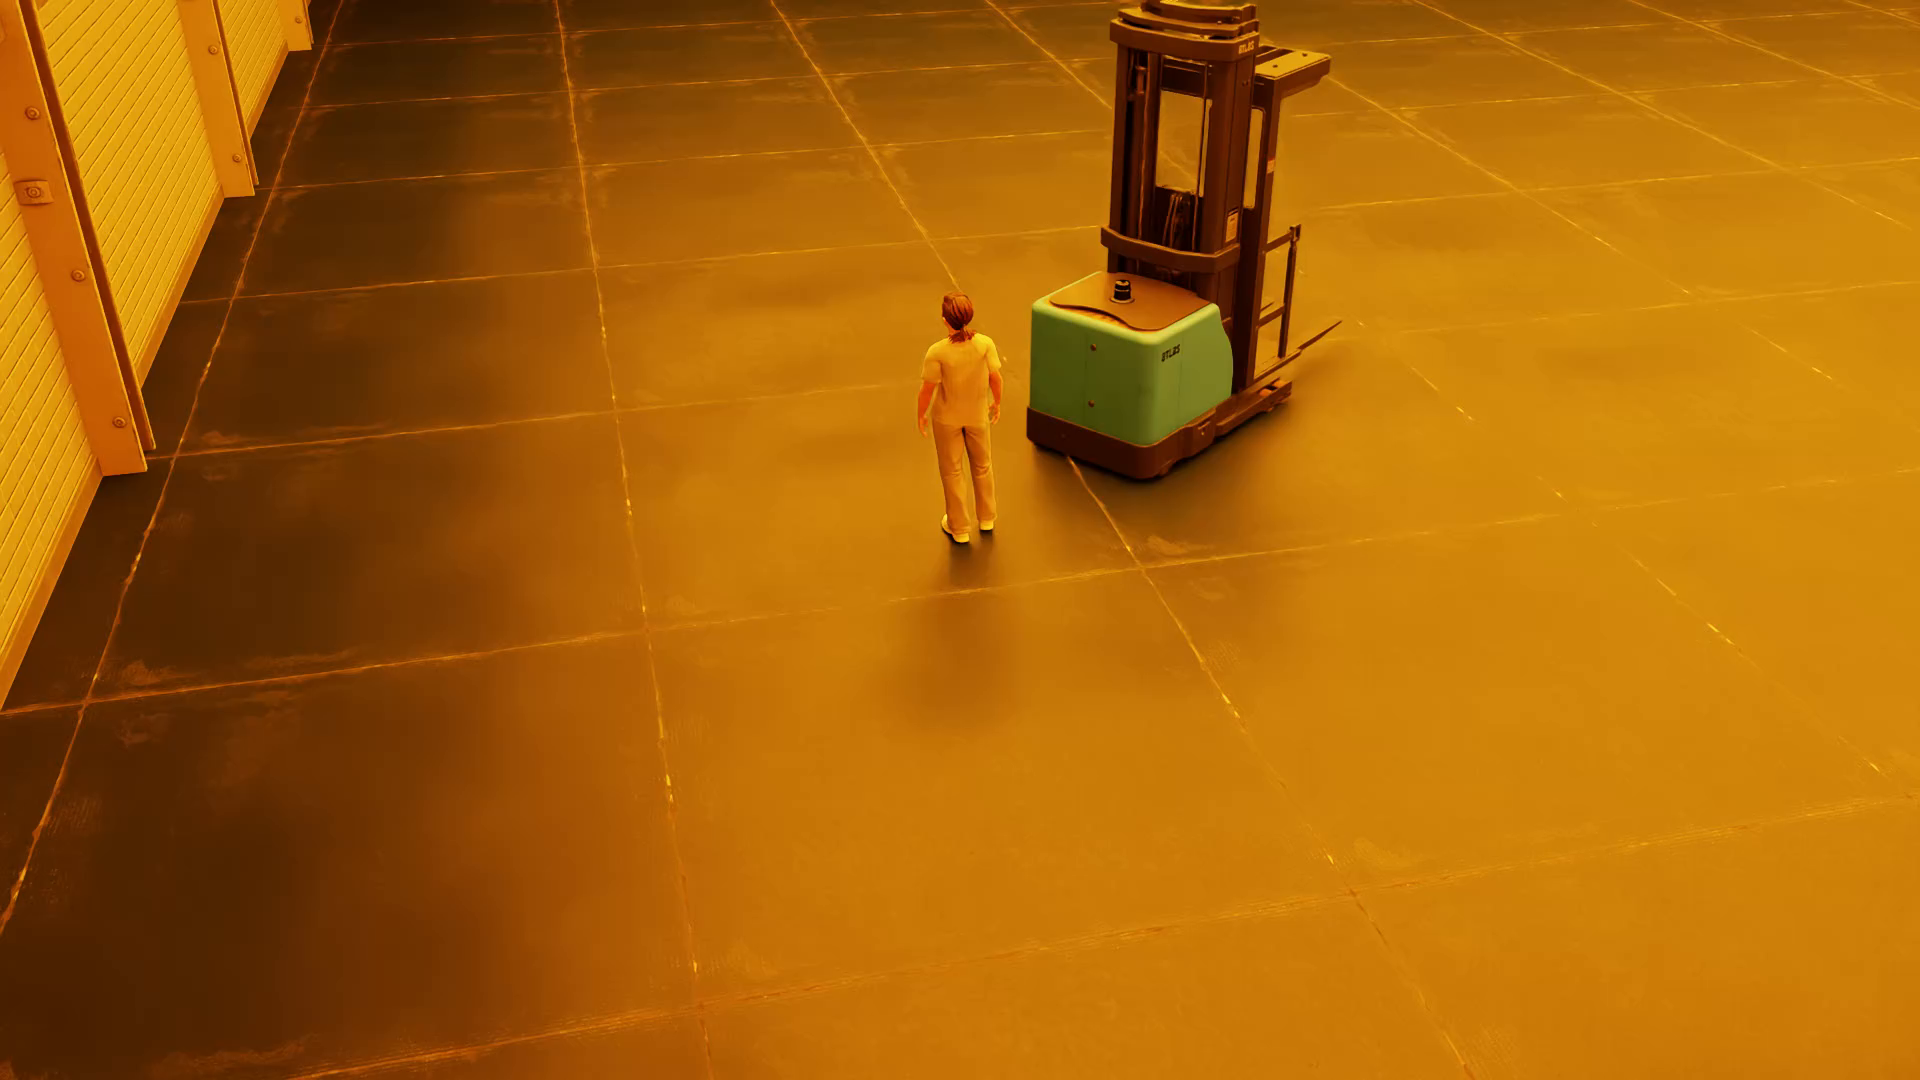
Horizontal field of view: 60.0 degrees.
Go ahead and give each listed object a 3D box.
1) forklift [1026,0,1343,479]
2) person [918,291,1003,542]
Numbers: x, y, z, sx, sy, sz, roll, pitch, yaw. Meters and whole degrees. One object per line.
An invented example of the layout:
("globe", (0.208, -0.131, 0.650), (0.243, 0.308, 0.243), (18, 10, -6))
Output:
("forklift", (1.788, -2.342, 11.621), (1.130, 2.935, 3.031), (22, 37, 33))
("person", (-0.004, -0.765, 10.144), (0.549, 1.663, 0.548), (-7, 31, -12))
